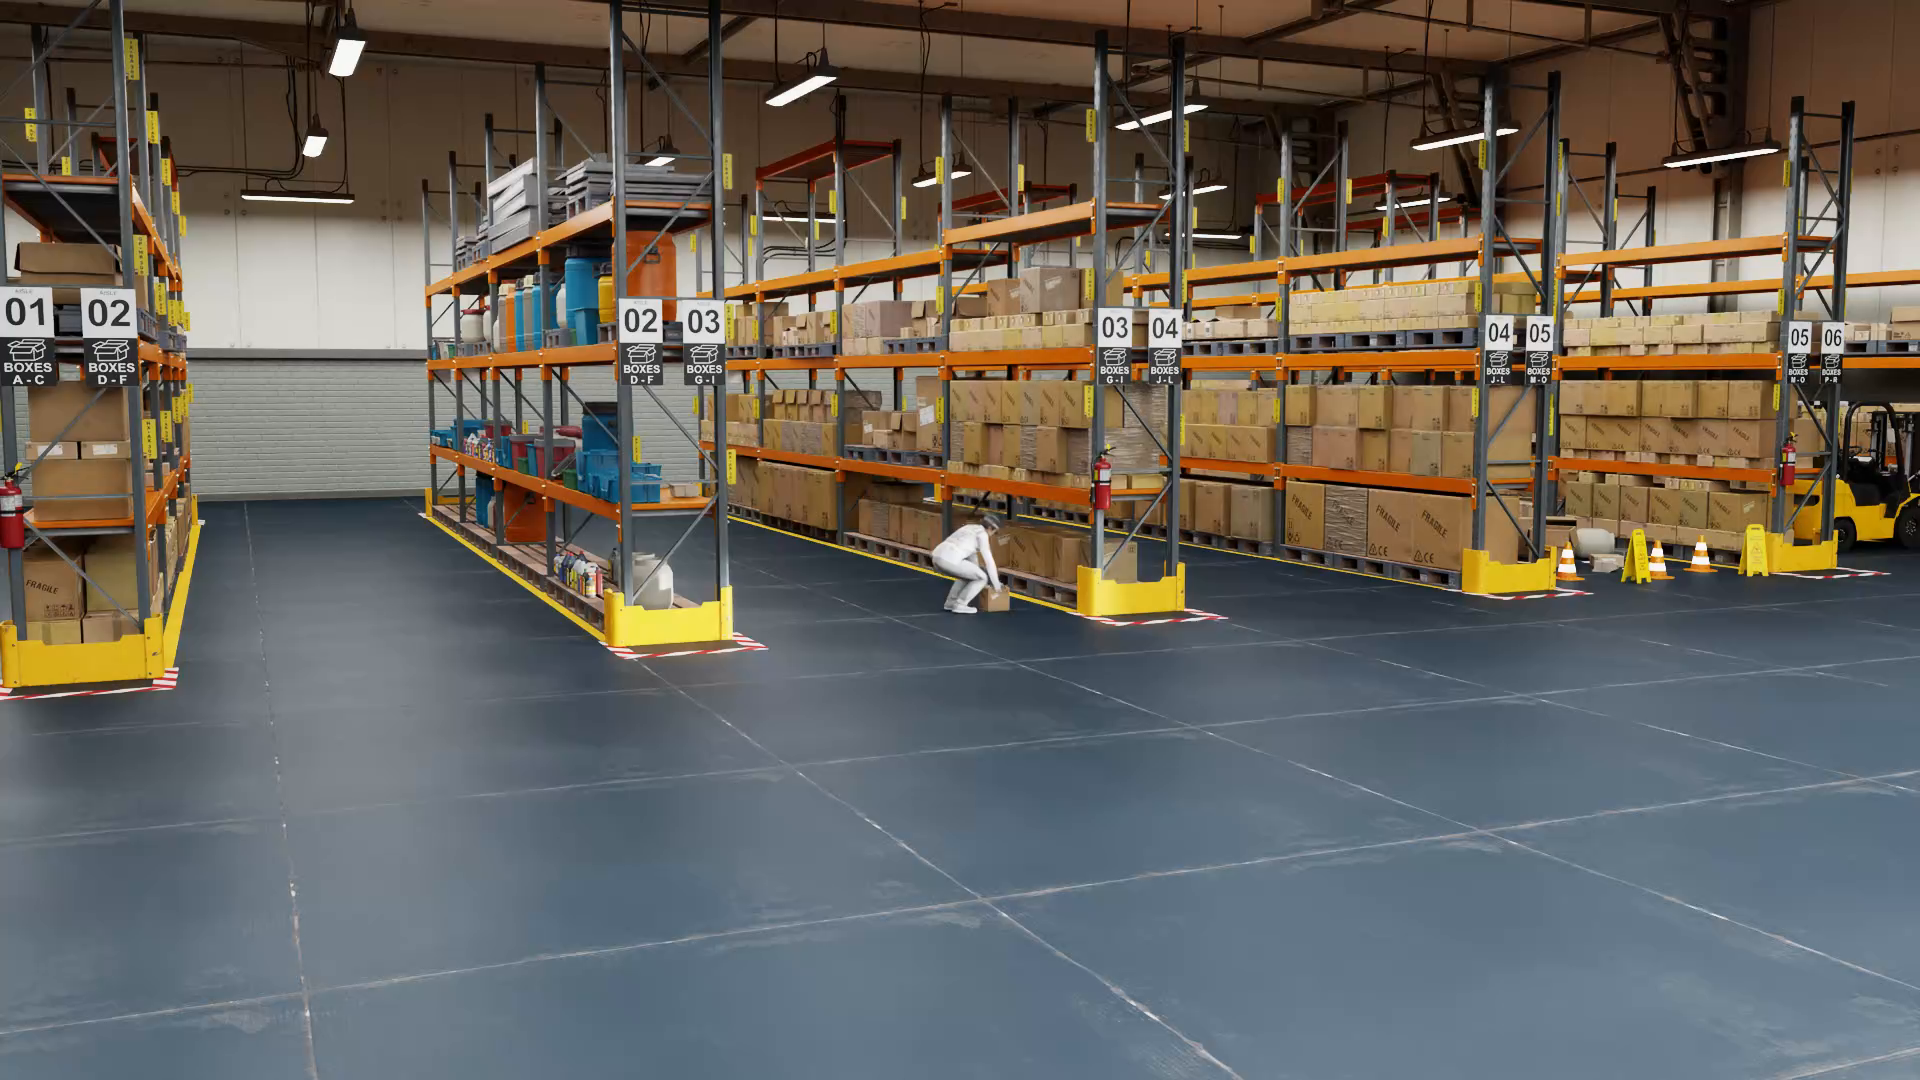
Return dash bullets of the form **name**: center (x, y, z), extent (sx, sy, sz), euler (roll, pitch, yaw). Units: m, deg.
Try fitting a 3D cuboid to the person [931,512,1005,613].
- **person**: center (0.091, 0.237, 17.758), extent (0.831, 1.052, 0.502), euler (-2, 6, -24)
